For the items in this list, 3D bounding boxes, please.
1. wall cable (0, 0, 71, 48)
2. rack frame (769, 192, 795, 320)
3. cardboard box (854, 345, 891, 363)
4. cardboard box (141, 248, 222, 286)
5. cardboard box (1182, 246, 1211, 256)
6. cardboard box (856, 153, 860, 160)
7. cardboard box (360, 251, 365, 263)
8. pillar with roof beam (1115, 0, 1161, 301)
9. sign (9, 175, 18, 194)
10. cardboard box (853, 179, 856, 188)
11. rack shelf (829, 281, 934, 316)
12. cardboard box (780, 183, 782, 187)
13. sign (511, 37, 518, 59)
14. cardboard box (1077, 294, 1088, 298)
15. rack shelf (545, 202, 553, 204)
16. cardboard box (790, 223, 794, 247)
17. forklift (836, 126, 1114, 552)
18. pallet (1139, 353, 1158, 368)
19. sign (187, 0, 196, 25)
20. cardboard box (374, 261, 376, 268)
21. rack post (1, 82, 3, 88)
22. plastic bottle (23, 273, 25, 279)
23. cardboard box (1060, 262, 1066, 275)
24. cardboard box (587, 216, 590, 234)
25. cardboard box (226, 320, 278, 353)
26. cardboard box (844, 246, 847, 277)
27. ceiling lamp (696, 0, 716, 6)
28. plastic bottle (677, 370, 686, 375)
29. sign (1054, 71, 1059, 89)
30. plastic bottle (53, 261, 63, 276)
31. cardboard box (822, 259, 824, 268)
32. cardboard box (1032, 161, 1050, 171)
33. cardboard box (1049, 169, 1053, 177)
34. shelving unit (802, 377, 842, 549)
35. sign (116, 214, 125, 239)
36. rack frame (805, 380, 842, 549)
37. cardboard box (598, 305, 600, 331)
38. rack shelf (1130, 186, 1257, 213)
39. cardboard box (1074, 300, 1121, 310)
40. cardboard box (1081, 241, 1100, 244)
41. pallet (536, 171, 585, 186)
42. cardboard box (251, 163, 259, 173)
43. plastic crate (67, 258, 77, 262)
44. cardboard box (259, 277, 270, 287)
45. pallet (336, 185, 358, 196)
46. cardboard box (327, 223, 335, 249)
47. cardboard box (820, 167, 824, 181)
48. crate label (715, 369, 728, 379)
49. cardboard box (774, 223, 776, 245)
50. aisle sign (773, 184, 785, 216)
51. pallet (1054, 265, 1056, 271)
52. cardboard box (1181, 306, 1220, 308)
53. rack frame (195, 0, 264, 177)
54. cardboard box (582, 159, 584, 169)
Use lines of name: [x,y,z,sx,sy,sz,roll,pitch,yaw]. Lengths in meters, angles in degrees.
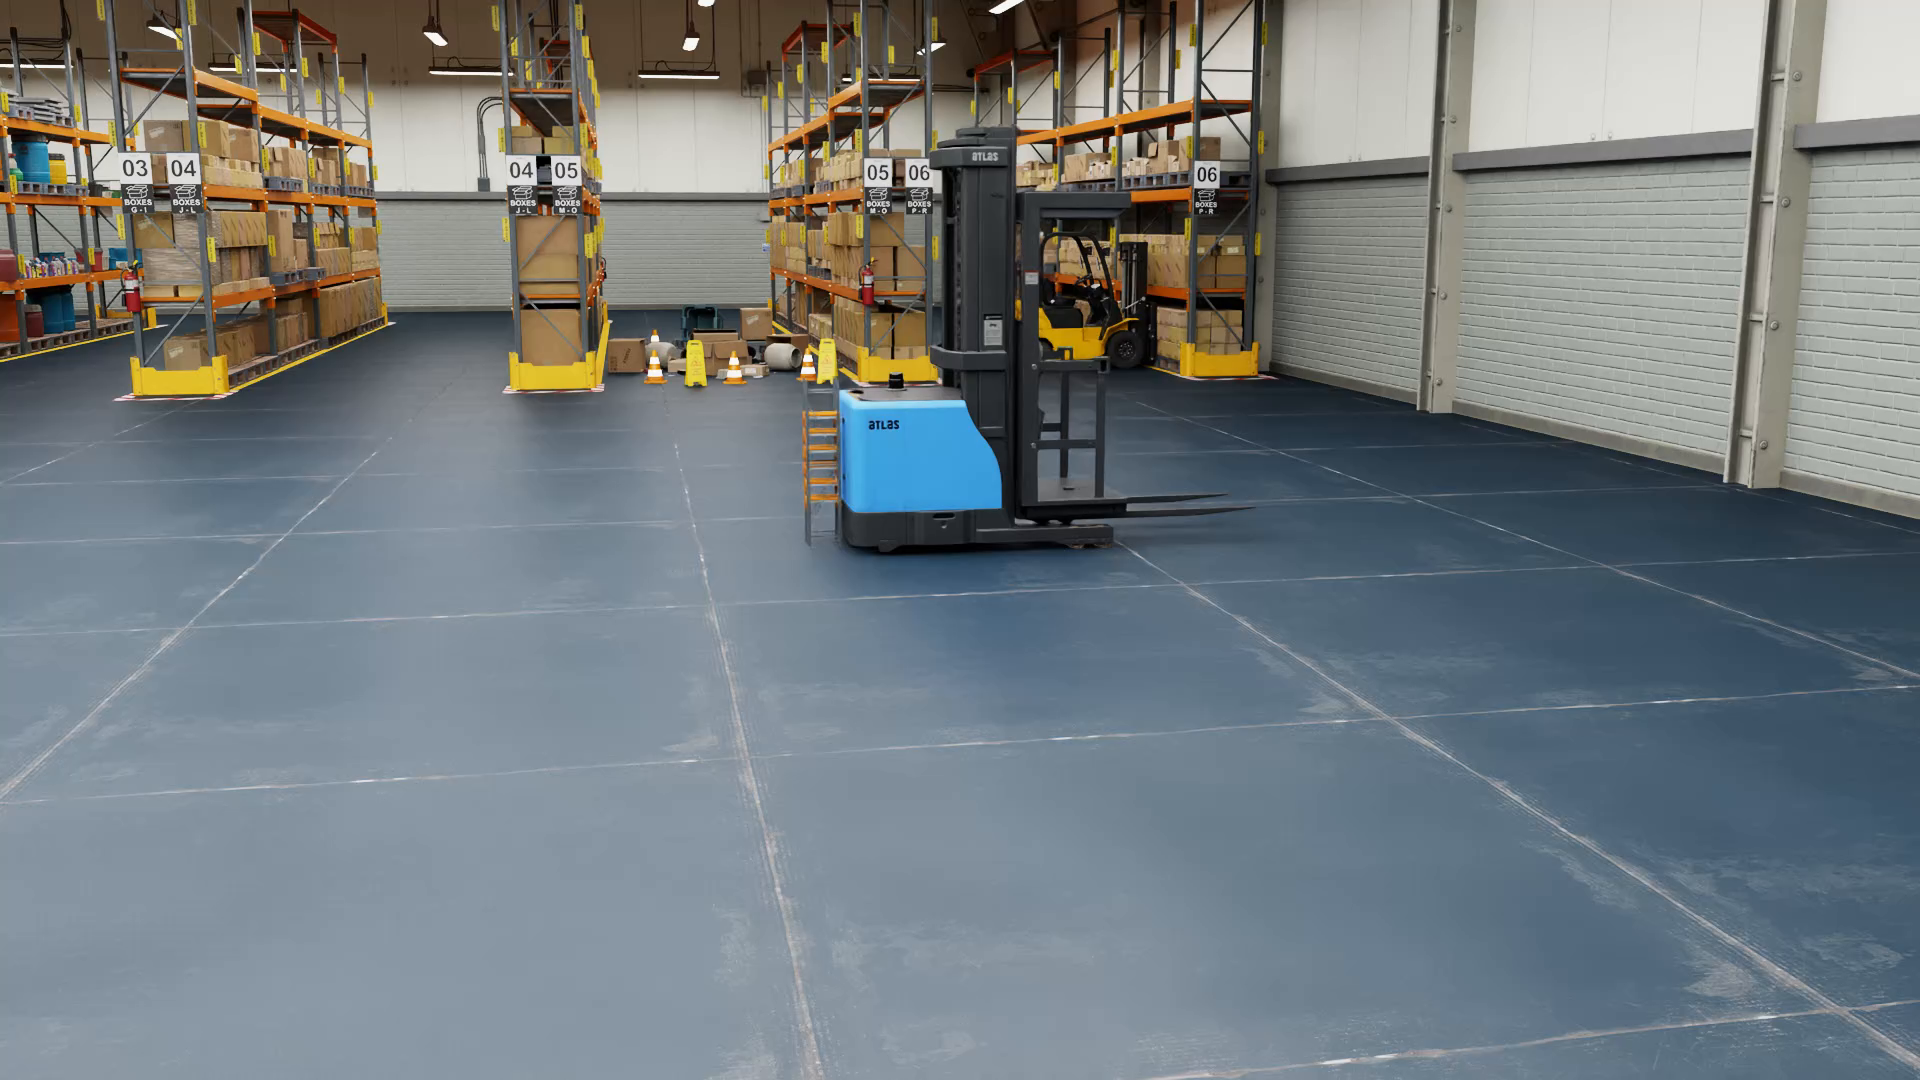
wall cable: [-23.373,-13.258,40.421,3.097,2.526,0.112,-2,11,-11]
rack frame: [-4.016,-6.761,39.695,1.000,3.000,0.127,-2,11,-11]
cardboard box: [-1.330,-2.825,25.246,0.500,0.250,0.500,-2,11,-11]
cardboard box: [-10.705,-3.763,22.882,0.875,0.500,0.500,-2,11,-11]
cardboard box: [3.622,-4.429,25.440,0.380,0.149,0.250,-2,11,-10]
cardboard box: [-1.339,-5.714,24.714,0.380,0.149,0.250,-2,11,-12]
cardboard box: [-12.991,-6.021,35.415,0.500,0.250,0.500,-2,11,-10]
pillar with roof beam: [-0.677,-8.059,30.471,9.100,9.000,0.548,-2,11,-11]
sign: [-16.501,-6.197,28.988,0.100,0.325,0.005,-2,11,-11]
cardboard box: [-1.425,-5.419,25.295,0.380,0.149,0.250,-2,11,-11]
rack shelf: [-1.293,-3.840,26.272,1.077,0.370,4.000,-2,11,-11]
cardboard box: [-3.727,-7.787,36.344,0.380,0.149,0.250,-2,11,-10]
sign: [-7.047,-7.784,26.318,0.100,0.325,0.005,-2,11,-11]
cardboard box: [2.587,-4.929,33.895,0.380,0.149,0.250,-2,11,-9]
rack shelf: [-7.685,-6.678,32.639,0.919,0.124,3.809,-2,11,-11]
cardboard box: [-3.213,-6.292,34.291,0.500,0.500,0.500,-2,11,-12]
forklift: [0.637,-1.469,12.077,3.031,2.935,1.130,-2,11,-11]
pallet: [3.541,-3.000,27.393,1.003,0.211,1.213,-2,11,-11]
sign: [-10.092,-6.931,21.832,0.100,0.325,0.005,-2,11,-11]
cardboard box: [-13.244,-6.130,37.052,0.380,0.149,0.250,-2,11,-11]
rack post: [-17.286,-8.093,29.270,0.624,0.289,0.986,-2,11,-11]
plastic bottle: [-16.802,-4.803,29.755,0.097,0.271,0.097,0,11,0]
cardboard box: [2.255,-5.311,32.478,0.500,0.250,0.500,-2,11,-11]
cardboard box: [-6.259,-4.800,26.104,0.875,0.550,0.550,-2,11,-11]
cardboard box: [-11.501,-3.301,27.027,0.700,0.500,0.500,-3,11,-15]
cardboard box: [-1.546,-4.389,26.169,0.500,0.500,0.500,-2,11,-10]
ceiling lamp: [-3.798,-10.271,26.479,0.800,3.185,2.000,-2,11,-11]
plastic bottle: [-4.270,-2.588,25.632,0.133,0.061,0.283,-6,13,-31]
sign: [1.878,-8.898,32.170,0.100,0.325,0.005,-2,11,-11]
plastic bottle: [-17.228,-5.181,31.727,0.152,0.276,0.135,-2,11,-11]
cardboard box: [-2.225,-4.869,29.303,0.380,0.149,0.250,-2,11,-11]
cardboard box: [1.757,-8.110,36.139,0.396,0.266,0.258,-2,11,-12]
cardboard box: [2.003,-7.368,33.402,0.380,0.149,0.250,-2,11,-13]
shelving unit: [-0.985,-0.550,11.877,0.258,1.200,0.189,-2,11,-11]
sign: [-11.173,-4.174,22.160,0.100,0.325,0.005,-2,11,-11]
rack frame: [-0.968,-0.533,11.789,0.240,1.200,0.006,-2,11,-11]
cardboard box: [-7.284,-4.305,32.352,0.500,0.500,0.500,-2,11,-10]
rack shelf: [3.575,-5.495,26.944,1.077,0.370,4.000,-2,11,-11]
cardboard box: [2.651,-4.280,31.890,0.875,0.625,0.625,-2,11,-9]
cardboard box: [2.443,-5.537,31.263,0.380,0.149,0.250,-2,11,-10]
pallet: [-6.135,-5.418,24.853,1.003,0.211,1.213,-2,11,-11]
cardboard box: [-11.056,-5.746,25.677,0.380,0.149,0.250,-2,11,-9]
plastic crate: [-18.555,-5.814,35.007,0.416,0.233,0.300,-2,11,-11]
cardboard box: [-11.072,-4.047,26.111,0.380,0.149,0.250,-2,11,-11]
pallet: [-13.107,-7.247,34.466,1.003,0.211,1.213,-2,11,-11]
cardboard box: [-12.704,-5.966,32.567,0.797,0.503,0.637,-2,11,-10]
cardboard box: [-2.135,-6.539,30.232,0.797,0.503,0.637,-2,11,-11]
crate label: [-3.489,-2.491,24.919,0.250,0.136,0.298,-9,14,-40]
cardboard box: [-3.987,-7.014,38.085,0.500,0.500,0.500,-2,11,-11]
aisle sign: [-4.314,-8.041,39.466,0.394,0.787,0.004,-2,11,-11]
pallet: [2.026,-5.737,34.830,1.003,0.211,1.213,-2,11,-11]
cardboard box: [3.869,-3.633,26.818,0.500,0.250,0.500,-2,11,-11]
rack frame: [-11.402,-7.147,25.678,1.000,3.000,0.127,-2,11,-11]
cardboard box: [-5.640,-5.447,24.052,0.380,0.149,0.250,-2,11,-11]
